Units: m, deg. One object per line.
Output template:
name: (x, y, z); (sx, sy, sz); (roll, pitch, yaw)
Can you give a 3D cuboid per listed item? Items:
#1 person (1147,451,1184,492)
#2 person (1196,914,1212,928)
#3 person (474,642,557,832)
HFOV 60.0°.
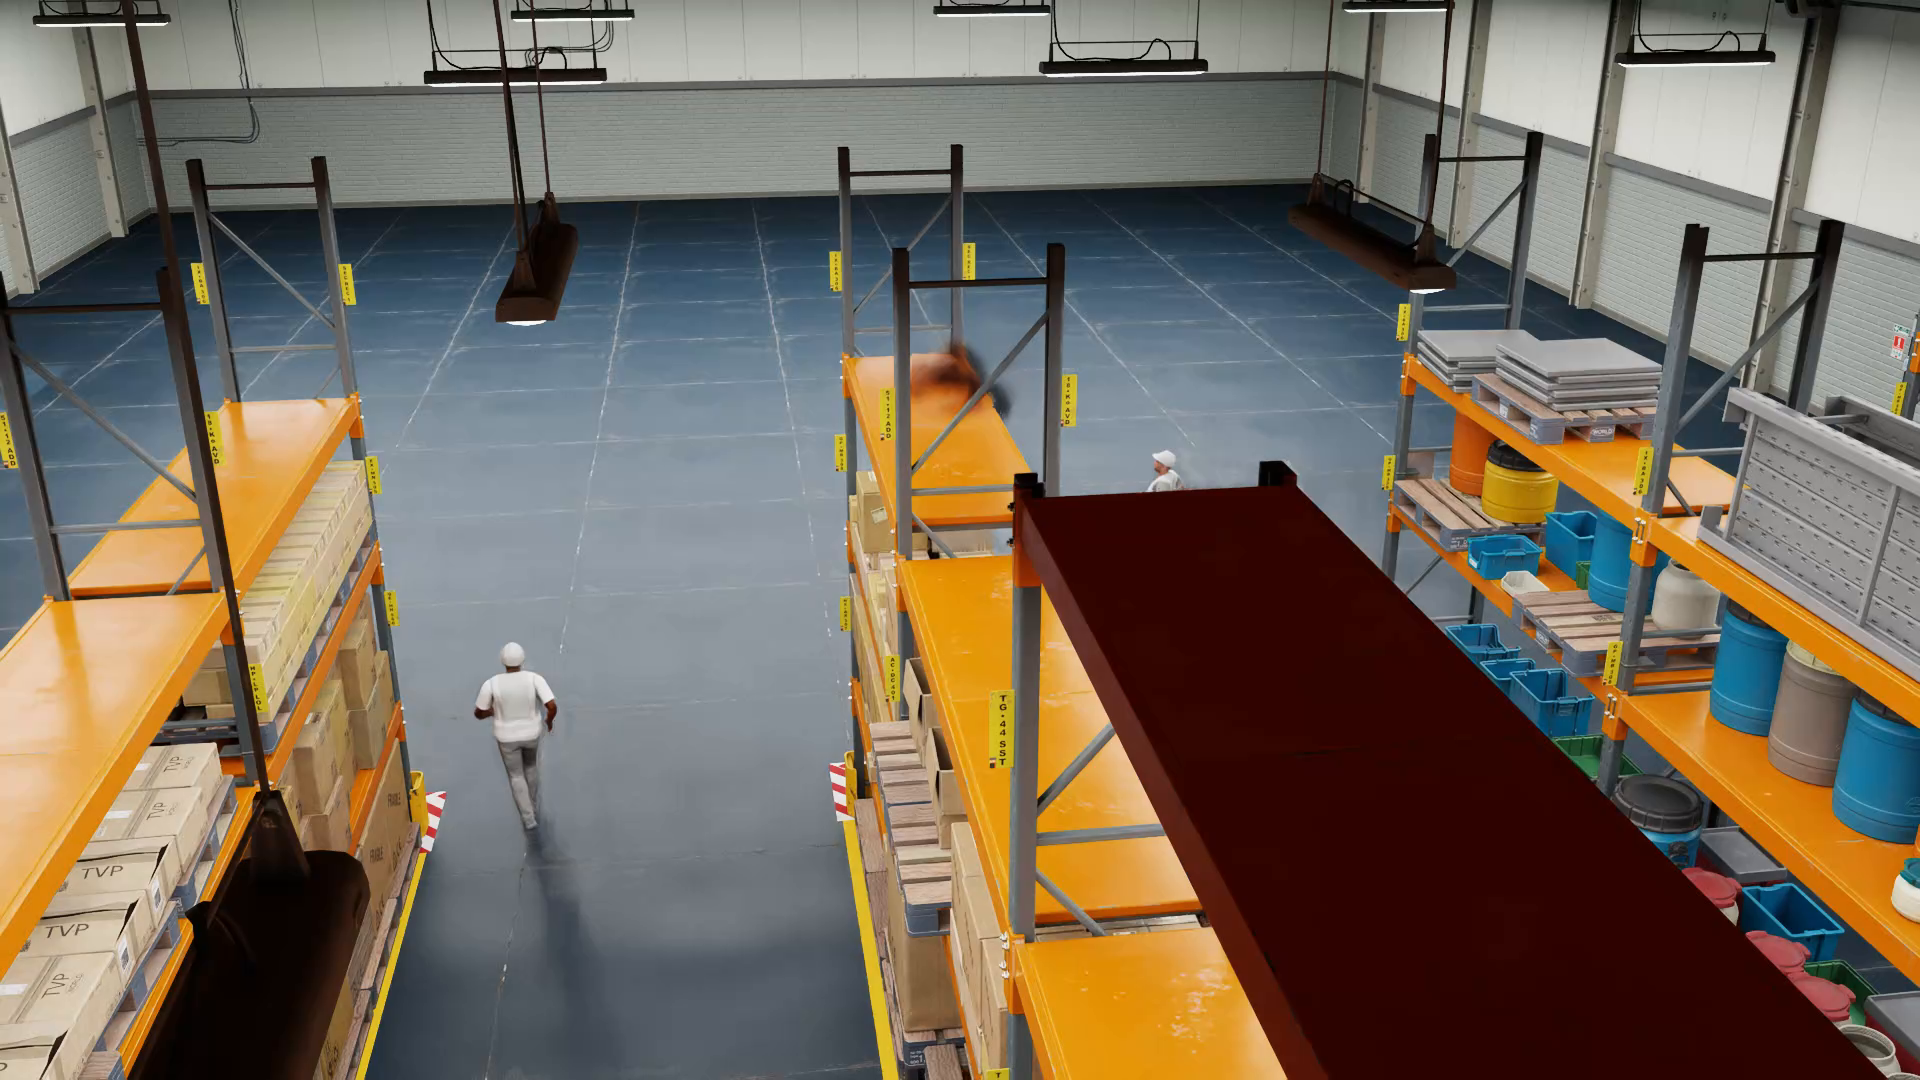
person: (2.395, -0.224, 19.806); (0.919, 1.765, 0.669); (6, 22, 16)
person: (1.627, 3.130, 11.550); (0.605, 1.626, 0.642); (-3, 22, -6)
person: (-3.916, 1.778, 14.746); (0.692, 1.799, 0.856); (-9, 23, -21)
